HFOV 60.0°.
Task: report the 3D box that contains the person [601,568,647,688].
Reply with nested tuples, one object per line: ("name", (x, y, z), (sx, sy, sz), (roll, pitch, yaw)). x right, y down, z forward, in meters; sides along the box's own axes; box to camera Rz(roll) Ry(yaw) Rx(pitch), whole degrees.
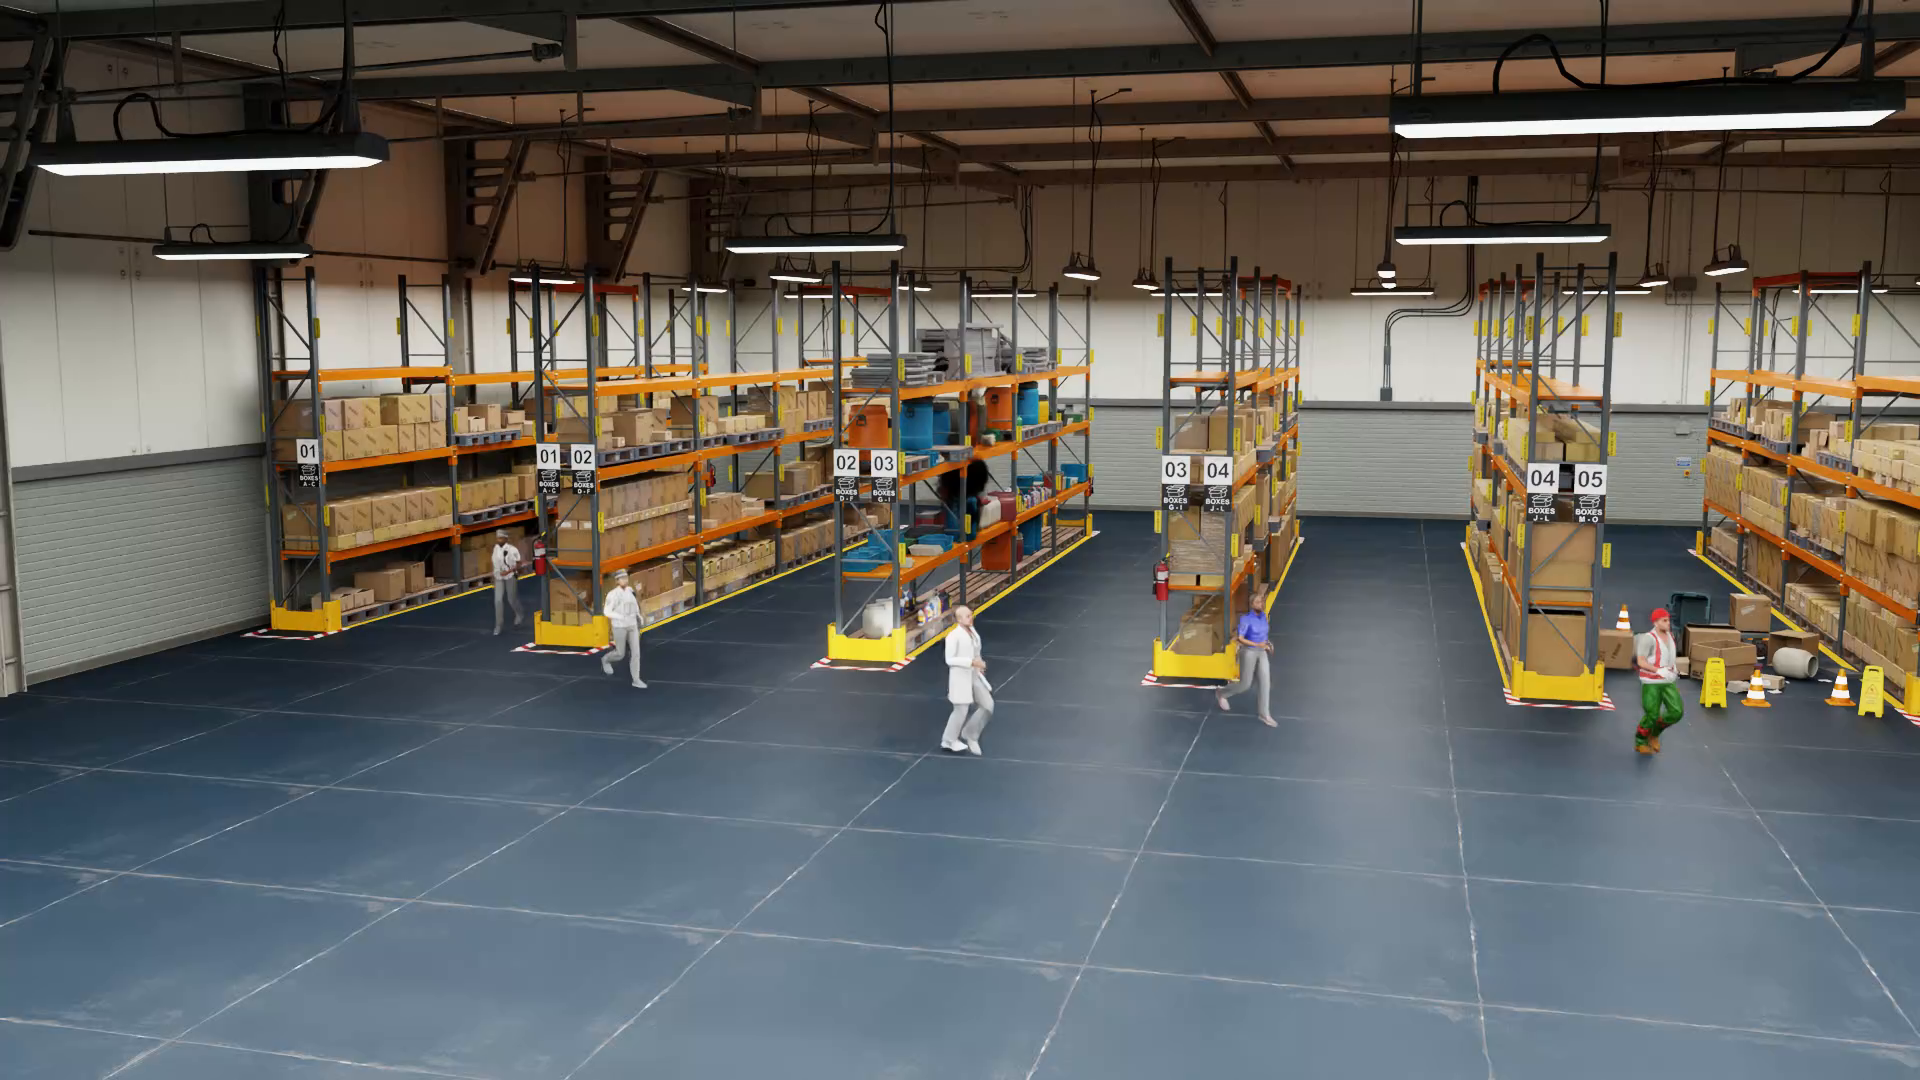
("person", (-4.697, 1.215, 23.361), (0.630, 1.661, 0.938), (-7, 10, -44))

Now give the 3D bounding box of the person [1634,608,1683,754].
("person", (8.218, 1.663, 19.449), (0.690, 1.742, 0.618), (-3, 8, -23))

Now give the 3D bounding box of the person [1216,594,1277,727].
("person", (3.722, 1.501, 21.306), (0.571, 1.663, 0.907), (-5, 9, -35))

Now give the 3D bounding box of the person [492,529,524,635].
("person", (-7.503, 0.659, 27.633), (0.571, 1.725, 0.855), (1, 7, 12))

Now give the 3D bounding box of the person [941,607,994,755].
("person", (0.091, 1.764, 19.530), (0.775, 1.603, 0.681), (6, 10, 42))
